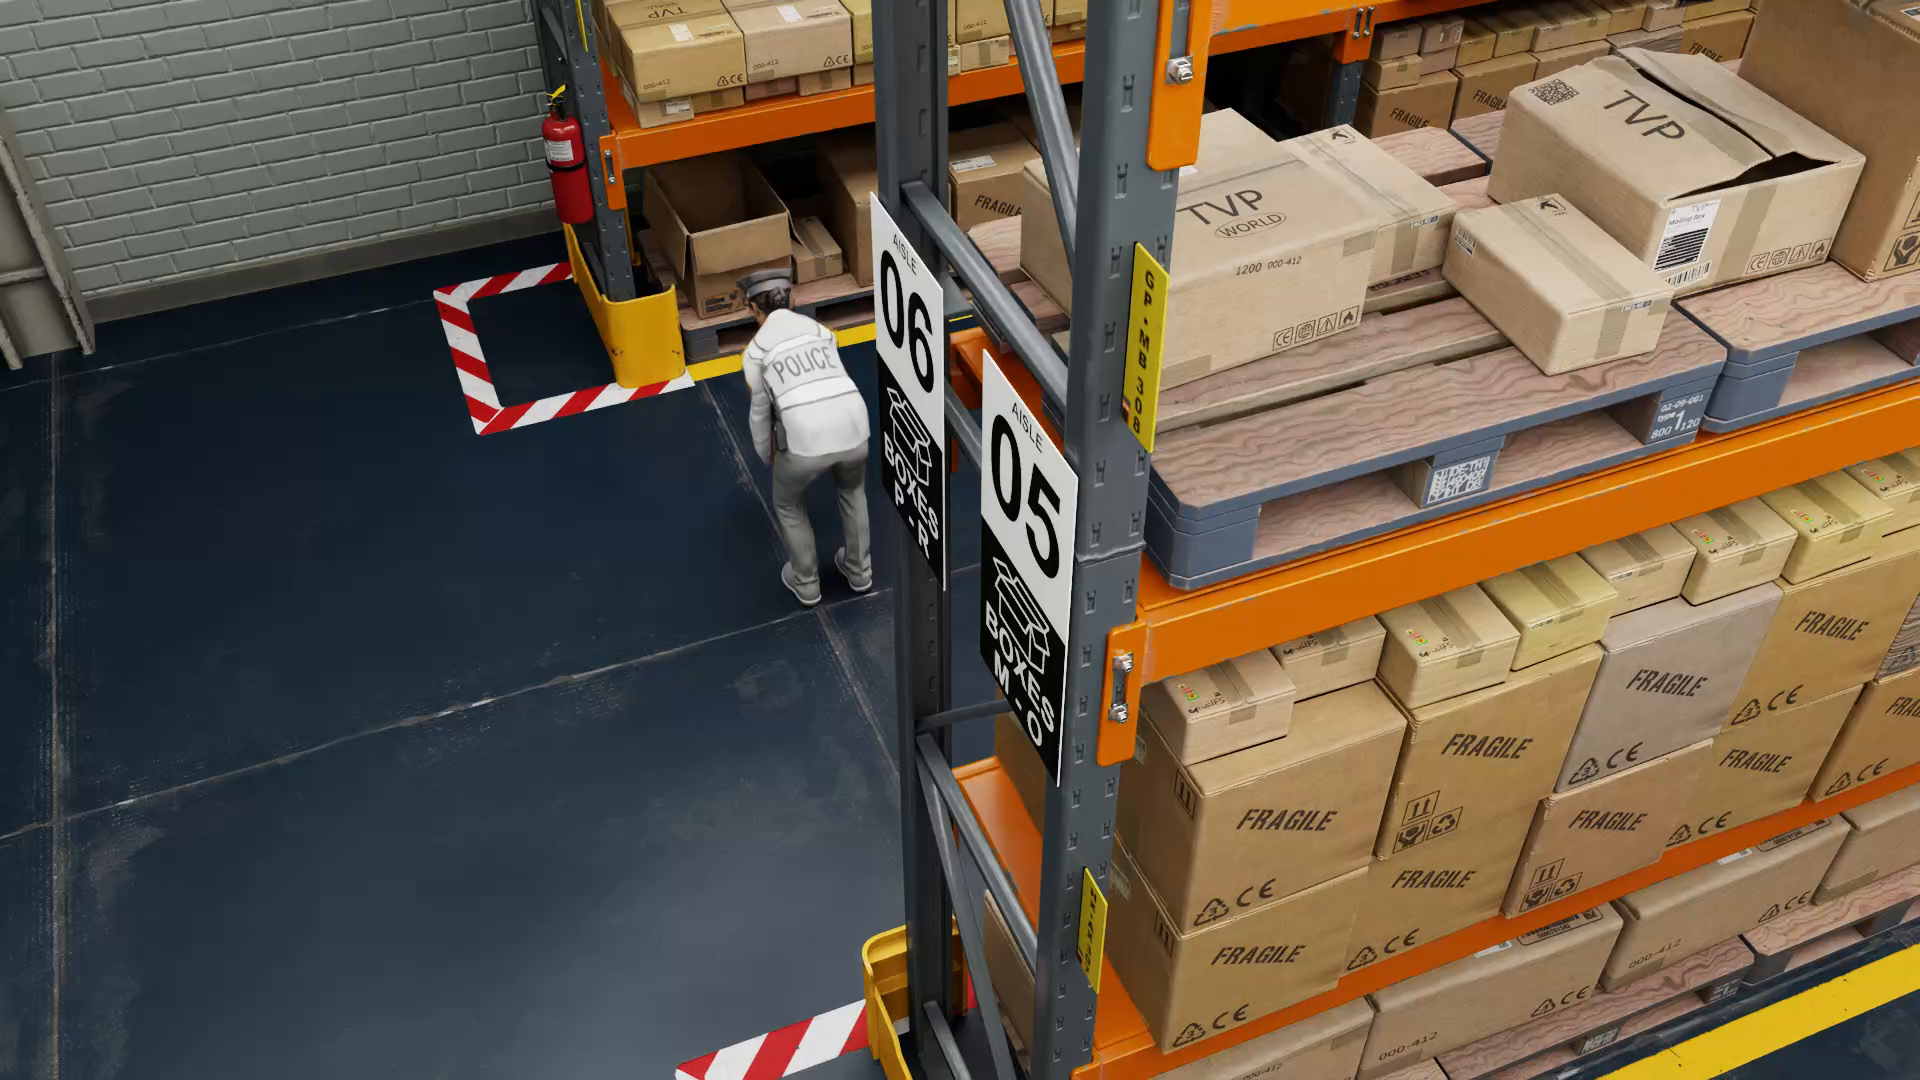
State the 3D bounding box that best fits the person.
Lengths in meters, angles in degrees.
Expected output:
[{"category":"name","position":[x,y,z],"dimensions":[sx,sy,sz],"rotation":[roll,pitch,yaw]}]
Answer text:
[{"category":"person","position":[-0.659,-0.438,6.919],"dimensions":[0.406,1.306,0.887],"rotation":[-17,45,-18]}]
